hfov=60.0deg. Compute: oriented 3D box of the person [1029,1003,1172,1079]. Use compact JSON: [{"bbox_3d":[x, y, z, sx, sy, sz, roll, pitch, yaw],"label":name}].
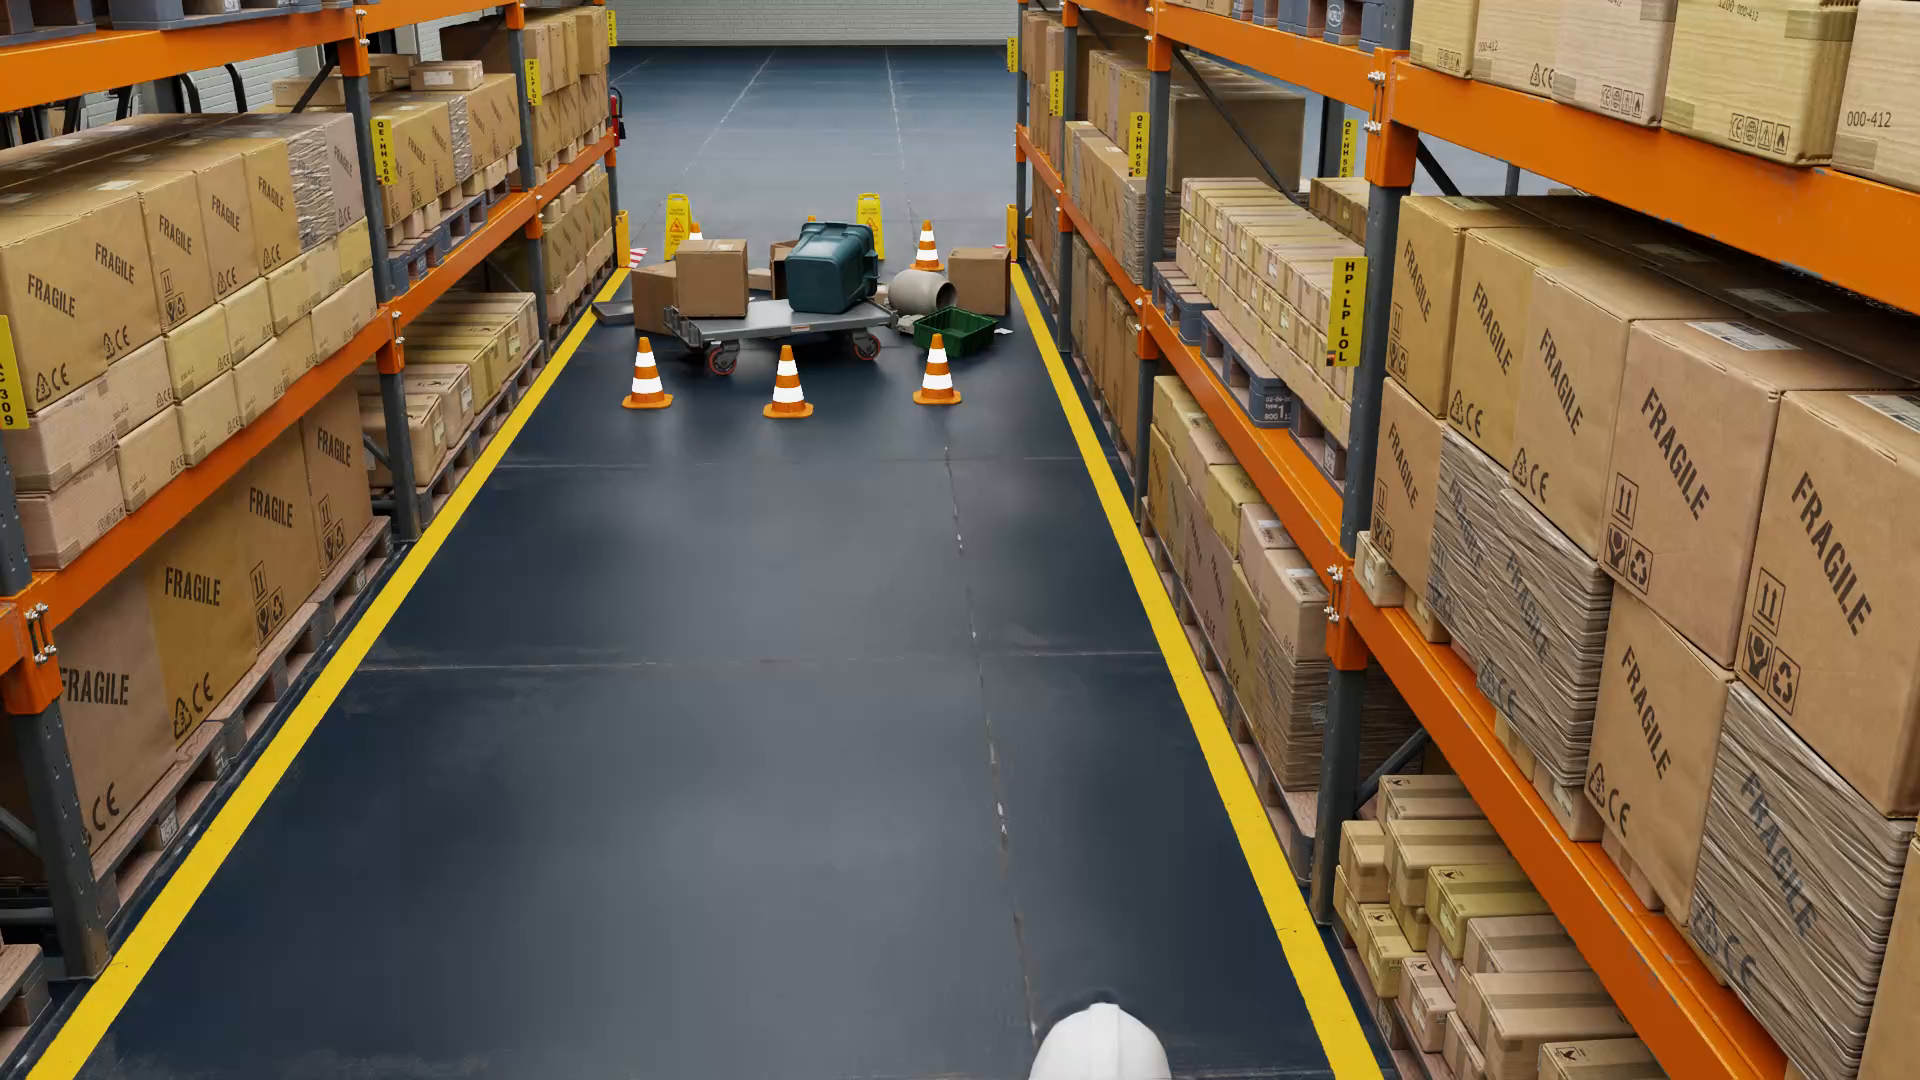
[{"bbox_3d":[0.190,1.513,2.464,0.624,1.821,0.557,0,20,-1],"label":"person"}]
